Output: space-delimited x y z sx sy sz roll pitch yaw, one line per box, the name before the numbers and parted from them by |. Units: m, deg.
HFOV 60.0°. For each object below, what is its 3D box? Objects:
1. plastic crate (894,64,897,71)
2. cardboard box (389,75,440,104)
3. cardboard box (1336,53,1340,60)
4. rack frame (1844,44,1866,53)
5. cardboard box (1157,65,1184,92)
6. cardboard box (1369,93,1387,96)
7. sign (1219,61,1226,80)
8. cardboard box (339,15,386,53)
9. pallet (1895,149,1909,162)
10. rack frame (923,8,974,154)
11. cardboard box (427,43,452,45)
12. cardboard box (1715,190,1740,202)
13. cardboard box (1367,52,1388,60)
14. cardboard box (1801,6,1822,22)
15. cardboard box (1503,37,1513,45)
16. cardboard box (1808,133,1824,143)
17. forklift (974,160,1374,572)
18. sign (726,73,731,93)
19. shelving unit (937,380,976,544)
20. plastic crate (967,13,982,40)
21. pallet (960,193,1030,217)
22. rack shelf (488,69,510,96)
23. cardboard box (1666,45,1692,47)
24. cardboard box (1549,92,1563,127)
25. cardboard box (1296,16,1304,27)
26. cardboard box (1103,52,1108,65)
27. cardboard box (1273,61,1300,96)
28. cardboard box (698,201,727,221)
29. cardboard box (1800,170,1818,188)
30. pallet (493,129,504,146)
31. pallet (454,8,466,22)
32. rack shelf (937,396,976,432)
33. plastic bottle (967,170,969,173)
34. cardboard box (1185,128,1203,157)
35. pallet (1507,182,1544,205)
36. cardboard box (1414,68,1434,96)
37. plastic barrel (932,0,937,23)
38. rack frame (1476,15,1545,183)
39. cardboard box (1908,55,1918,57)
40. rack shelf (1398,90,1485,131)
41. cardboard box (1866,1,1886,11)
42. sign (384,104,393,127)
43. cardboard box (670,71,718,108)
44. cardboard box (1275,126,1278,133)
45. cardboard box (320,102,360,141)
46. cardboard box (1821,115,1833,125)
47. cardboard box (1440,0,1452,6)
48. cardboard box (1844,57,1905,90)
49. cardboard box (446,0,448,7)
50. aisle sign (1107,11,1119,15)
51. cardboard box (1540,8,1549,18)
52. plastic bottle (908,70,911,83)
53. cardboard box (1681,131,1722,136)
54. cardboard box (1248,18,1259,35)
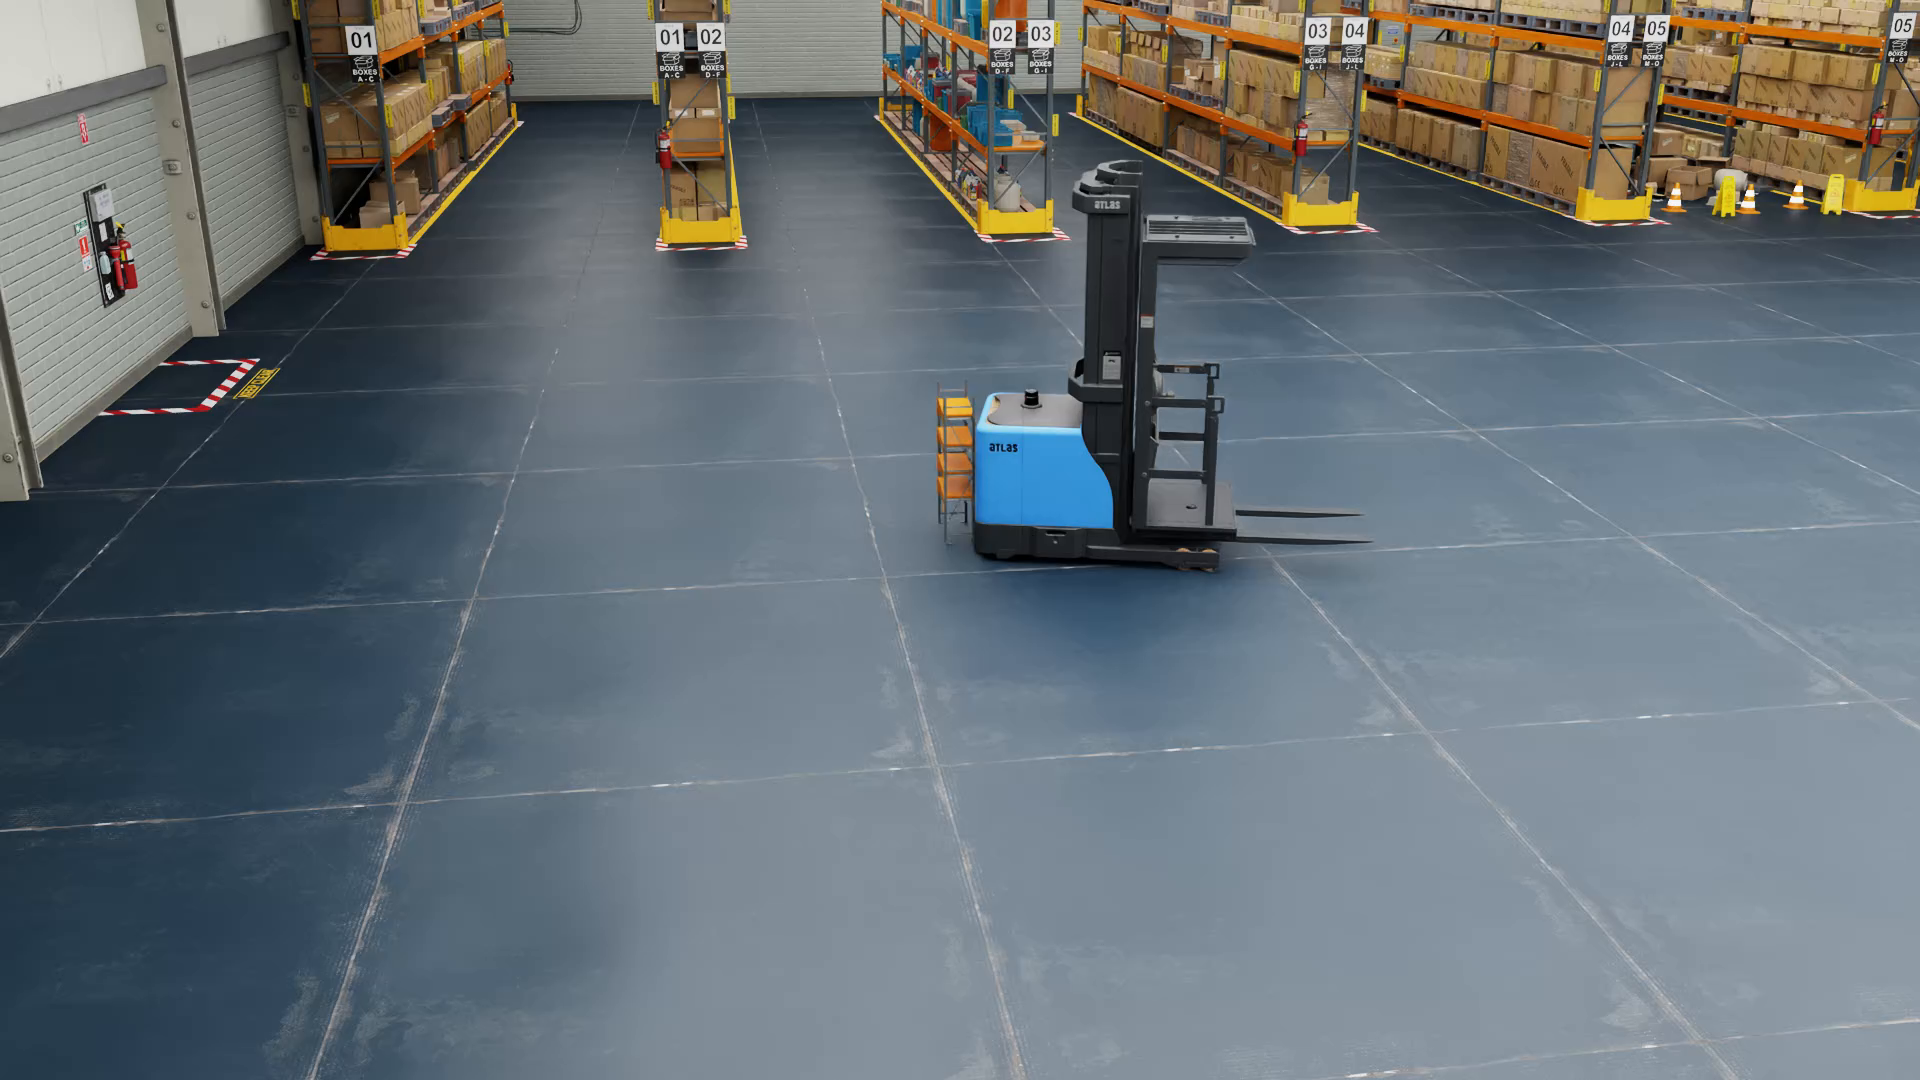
plastic crate | -1.352 -10.906 38.420 0.293 0.136 0.466 -3 21 -8
cardboard box | -9.693 -7.995 29.564 0.700 0.500 0.500 0 20 0
cardboard box | 8.661 -10.848 37.307 0.380 0.149 0.250 -3 21 -9
rack frame | 19.392 -10.030 35.784 1.000 3.000 0.127 -3 21 -8
cardboard box | 4.358 -9.484 34.178 0.500 0.500 0.500 -2 21 -6
cardboard box | 9.439 -9.832 37.154 0.500 0.250 0.500 -2 21 -5
sign | 4.702 -8.407 29.783 0.100 0.325 0.005 -3 21 -8
cardboard box | -8.678 -7.349 24.147 0.500 0.500 0.500 -2 21 -6
pallet | 19.644 -8.015 34.375 1.003 0.211 1.213 -3 21 -8
rack frame | -0.227 -9.029 33.103 1.000 3.000 0.127 -3 21 -8
cardboard box | -10.717 -10.108 34.323 0.500 0.250 0.500 -3 21 -7
cardboard box | 13.446 -6.025 29.134 0.380 0.149 0.250 8 22 20
cardboard box | 8.930 -10.352 35.554 0.380 0.149 0.250 -3 21 -8
cardboard box | 15.067 -9.175 28.996 0.500 0.250 0.500 -3 21 -7
cardboard box | 13.415 -12.180 39.968 0.500 0.500 0.500 -3 21 -7
cardboard box | 15.108 -7.047 29.129 0.380 0.149 0.250 -3 21 -7
forklift | 1.660 -1.331 12.590 3.031 2.935 1.130 2 21 6
sign | -4.004 -7.866 28.640 0.100 0.325 0.005 -3 21 -8
shelving unit | -0.032 -0.620 13.161 0.258 1.200 0.503 -2 21 -6
plastic crate | 0.353 -8.302 26.892 0.392 0.384 0.575 -3 21 -8
pallet | 0.584 -5.680 28.121 1.003 0.211 1.213 -3 21 -8
rack shelf | -10.896 -10.269 37.453 1.077 0.370 4.000 -3 21 -8
cardboard box | 14.821 -10.018 34.583 0.500 0.500 0.500 -4 21 -9
cardboard box | 10.594 -7.310 28.286 0.875 0.550 0.550 -3 21 -8
cardboard box | 5.478 -8.111 26.002 0.380 0.149 0.250 -3 21 -8
cardboard box | 3.623 -11.228 38.780 0.500 0.250 0.500 -2 21 -7
cardboard box | 5.426 -7.514 27.050 0.500 0.500 0.500 -3 21 -8
cardboard box | -3.833 -5.116 25.956 0.500 0.250 0.500 -3 21 -8
cardboard box | 15.184 -6.363 29.296 0.500 0.250 0.500 -3 21 -8
pallet | -10.640 -8.875 36.676 1.003 0.211 1.213 -3 21 -8
pallet | -10.176 -10.066 31.863 1.213 0.211 1.003 -2 21 -5
rack shelf | -0.032 -0.988 13.023 0.258 0.148 0.480 -2 21 -6
plastic bottle | 0.140 -6.340 29.157 0.061 0.283 0.133 -3 21 -8
cardboard box | 4.883 -7.891 33.001 0.700 0.500 0.500 -5 21 -12
pallet | 10.385 -6.112 29.279 1.003 0.211 1.213 -3 21 -8
cardboard box | 9.470 -9.196 33.407 0.500 0.500 0.500 -3 21 -8
plastic barrel | -0.229 -10.113 31.106 0.600 0.830 0.708 -3 21 -8
rack frame | 10.173 -8.109 30.640 1.000 3.000 0.127 -3 21 -8
cardboard box | 19.869 -10.019 34.684 0.380 0.149 0.250 -3 21 -9
rack shelf | 9.885 -8.464 32.619 1.077 0.370 4.000 -3 21 -8
cardboard box | 15.294 -8.863 27.591 0.380 0.149 0.250 -3 21 -7
sign | -8.341 -6.192 24.271 0.100 0.325 0.005 -3 21 -8
cardboard box | -4.039 -6.846 25.260 0.700 0.500 0.500 -3 21 -8
cardboard box | 5.444 -6.826 27.564 0.380 0.149 0.250 -3 21 -8
cardboard box | -9.156 -6.202 24.649 0.500 0.500 0.500 -3 21 -8
cardboard box | 15.139 -7.269 28.750 0.380 0.149 0.250 -3 21 -7
cardboard box | 9.630 -10.488 32.106 0.500 0.311 0.500 -3 21 -9
cardboard box | 15.344 -7.829 27.893 0.700 0.500 0.500 -3 21 -9
cardboard box | -10.286 -10.533 32.071 0.700 0.500 0.500 -4 21 -11
aisle sign | 3.807 -13.306 40.840 0.394 0.787 0.004 -3 21 -8
cardboard box | 10.109 -8.970 28.274 0.380 0.149 0.250 -3 21 -7
plastic bottle | -1.072 -10.006 35.902 0.097 0.271 0.097 0 20 0
cardboard box | 14.770 -8.030 33.584 0.950 0.372 0.625 -2 21 -6
cardboard box | 5.204 -8.704 28.161 0.500 0.250 0.500 -4 21 -10
